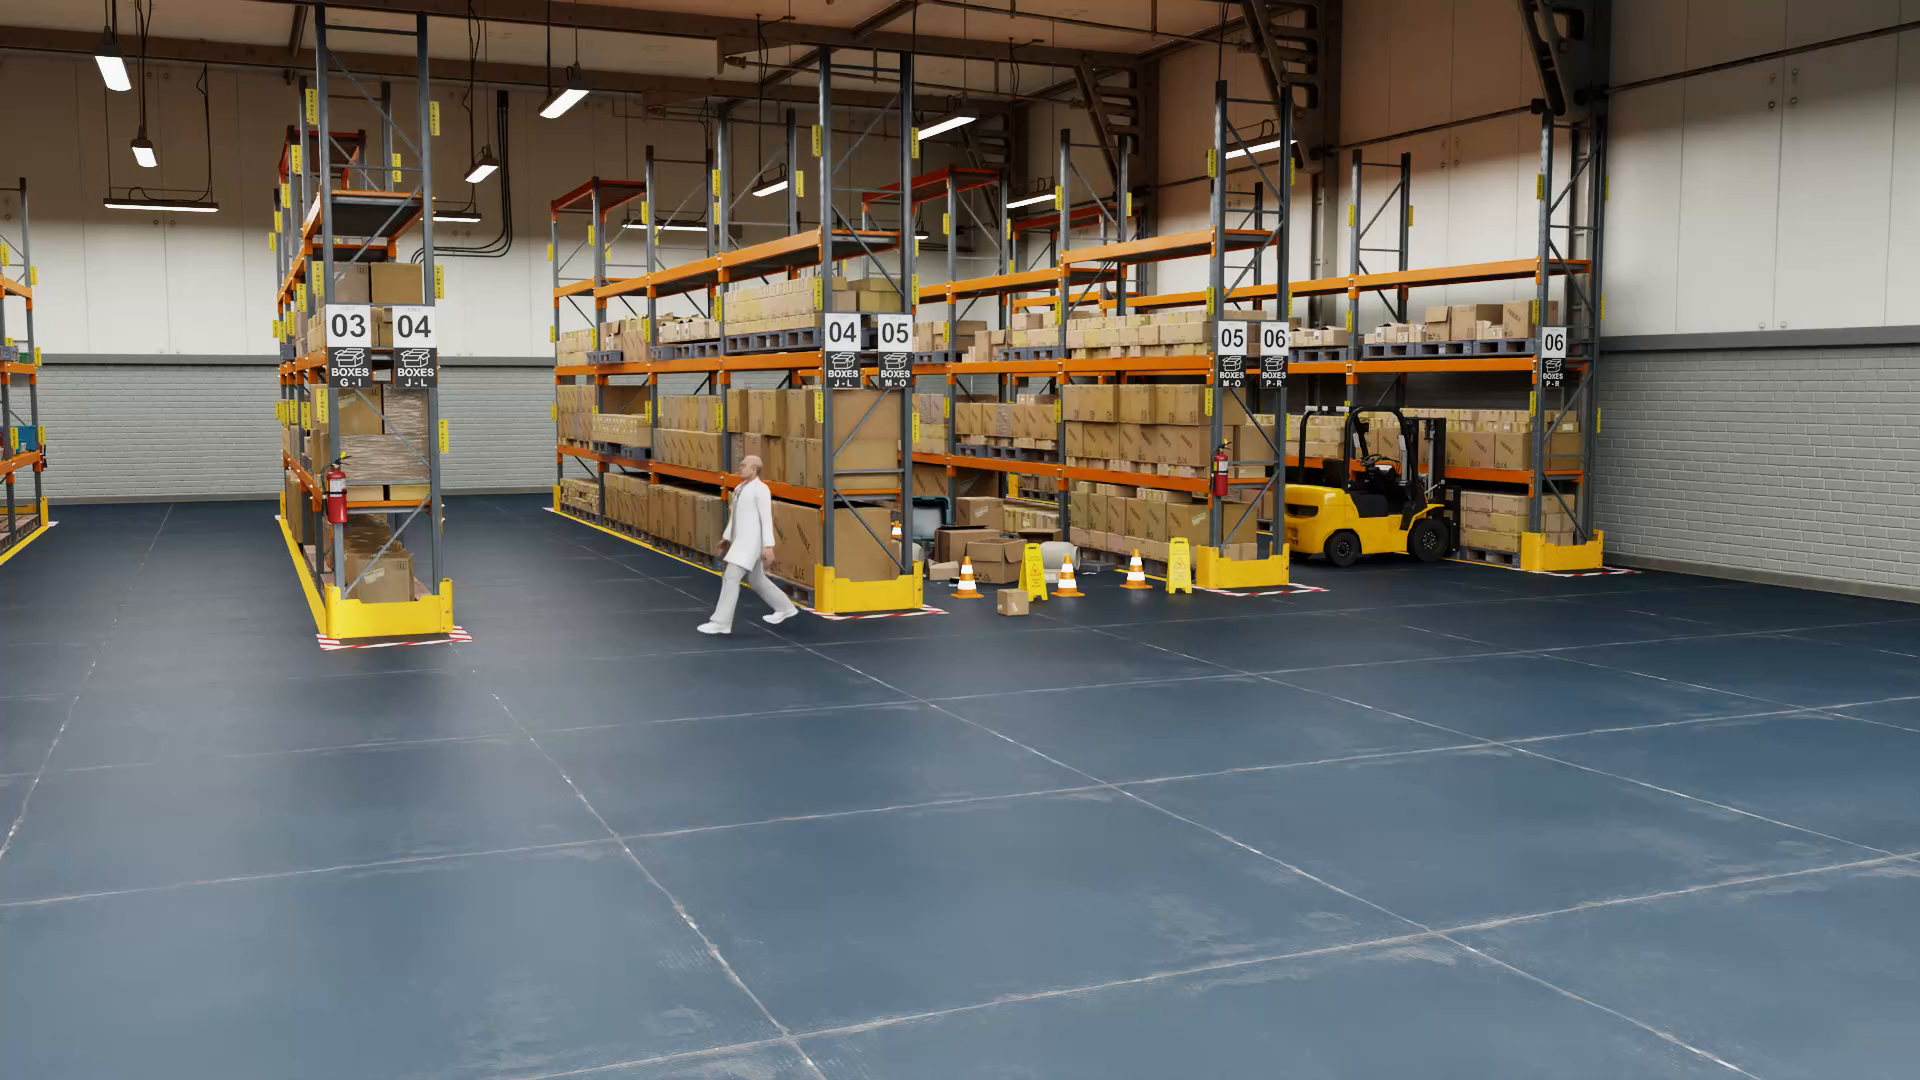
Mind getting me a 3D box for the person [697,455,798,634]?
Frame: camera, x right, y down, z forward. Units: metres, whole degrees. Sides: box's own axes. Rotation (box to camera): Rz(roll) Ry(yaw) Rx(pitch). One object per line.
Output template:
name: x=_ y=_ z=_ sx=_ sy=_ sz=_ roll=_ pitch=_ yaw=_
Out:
person: x=-2.098 y=0.030 z=16.353 sx=1.113 sy=1.730 sz=0.612 roll=-3 pitch=6 yaw=-28
